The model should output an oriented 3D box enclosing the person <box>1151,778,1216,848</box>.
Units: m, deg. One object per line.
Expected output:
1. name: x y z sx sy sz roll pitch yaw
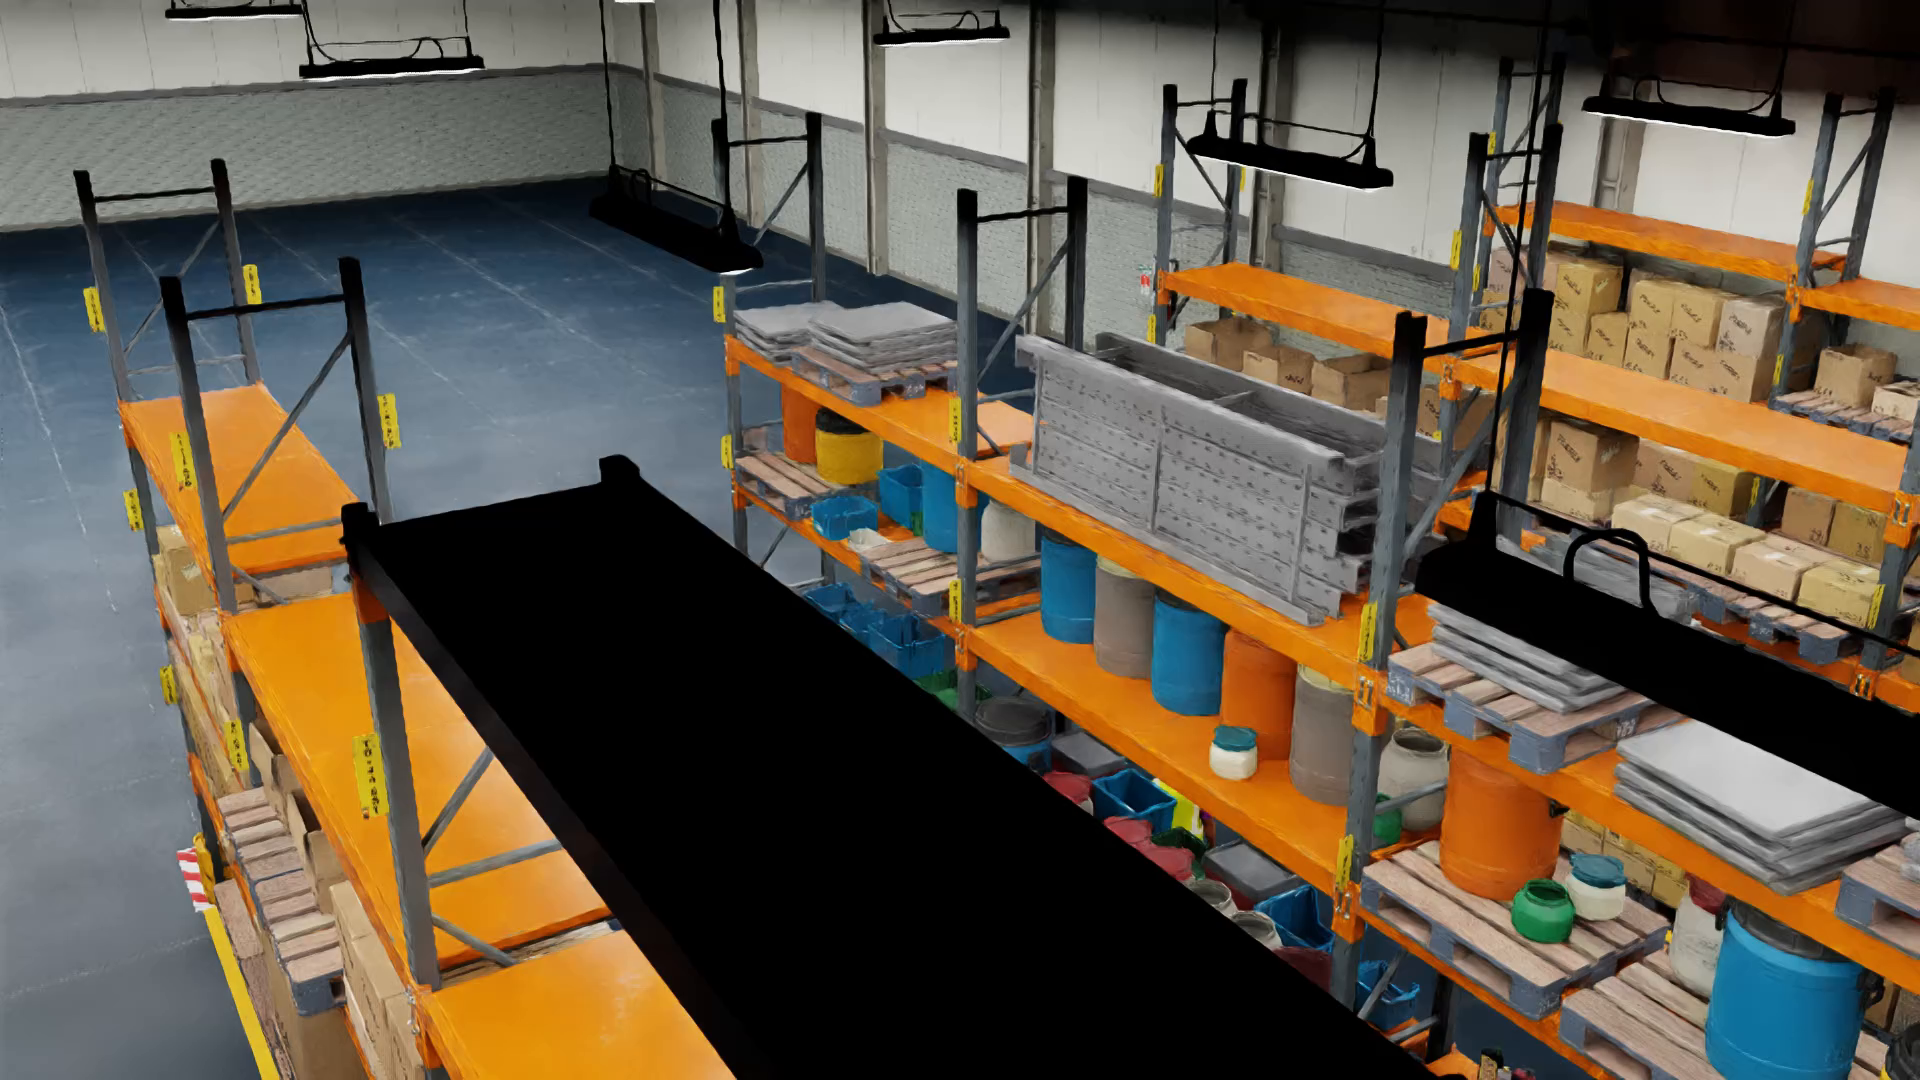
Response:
1. person: 1.706 2.380 13.144 0.620 1.724 0.920 0 22 -1
